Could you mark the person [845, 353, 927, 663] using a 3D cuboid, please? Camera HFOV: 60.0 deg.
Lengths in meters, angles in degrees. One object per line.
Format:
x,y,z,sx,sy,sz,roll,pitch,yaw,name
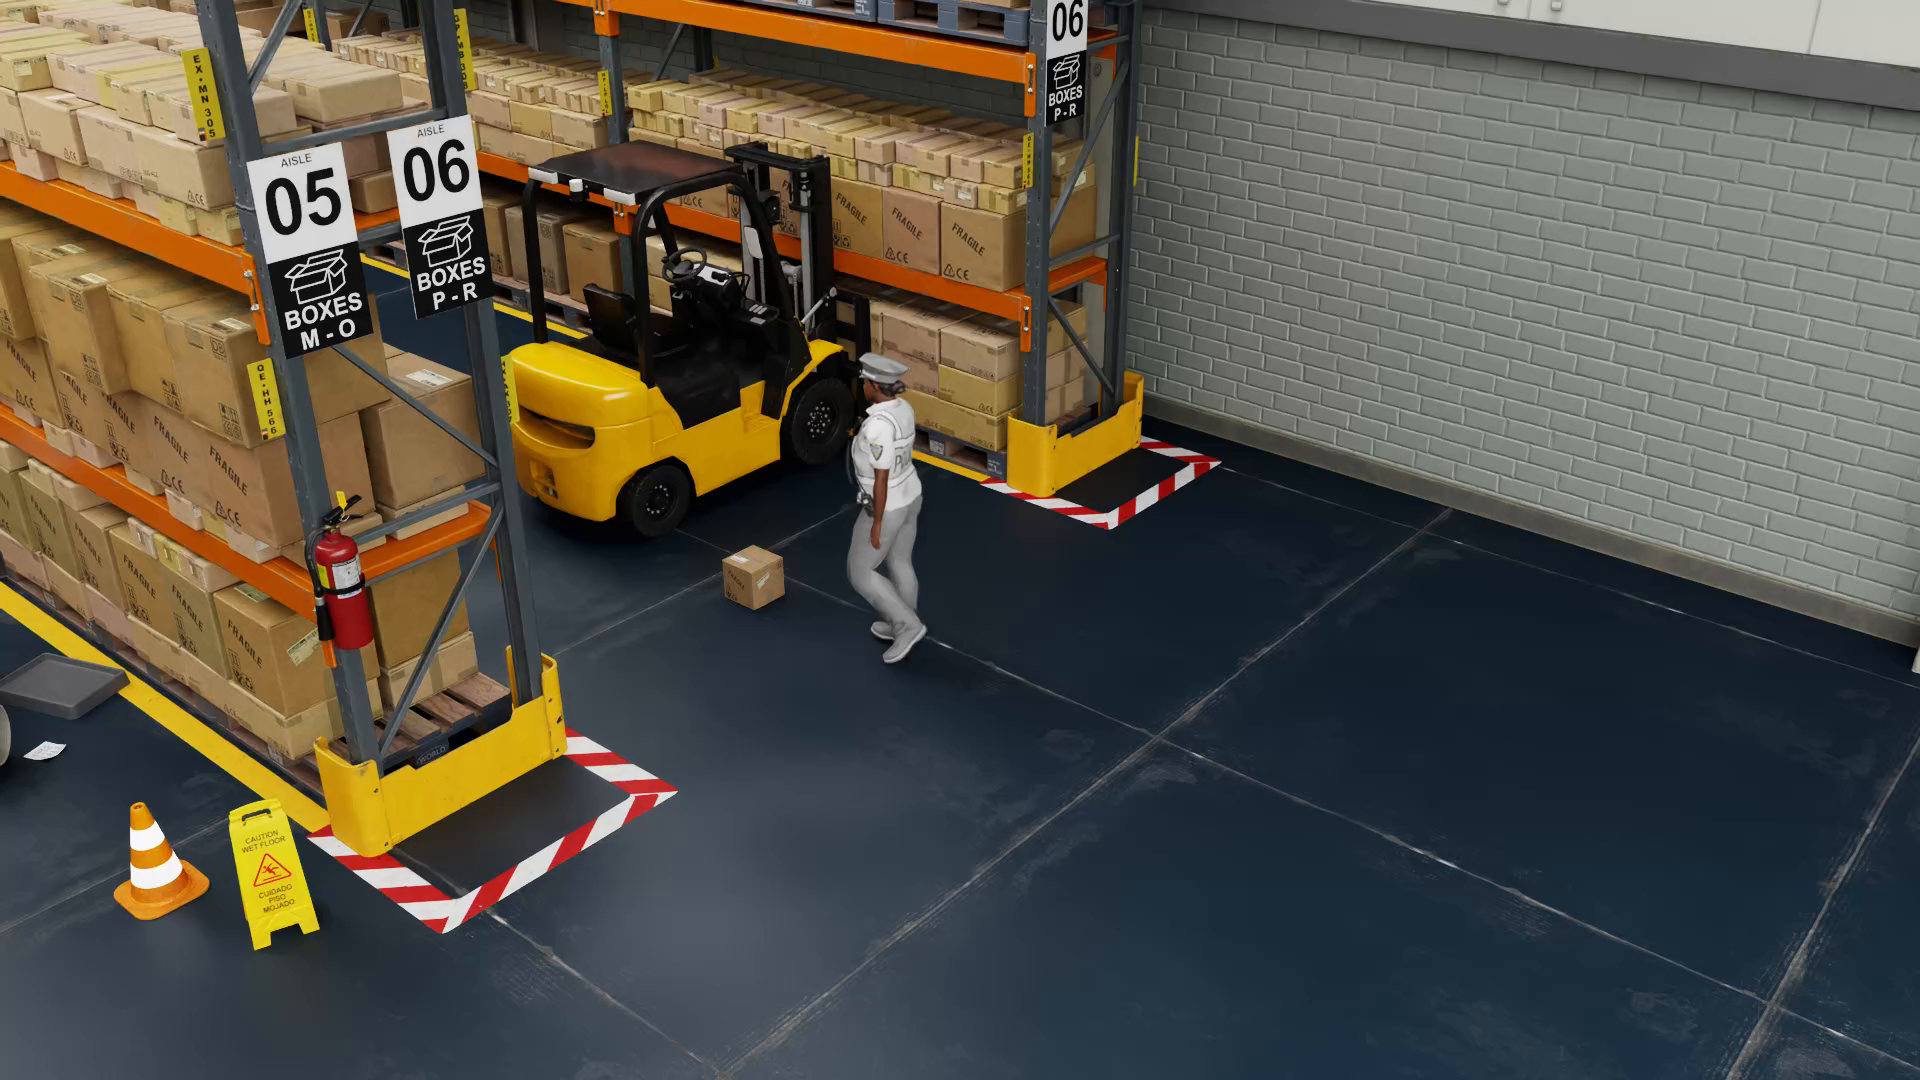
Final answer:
-0.355,-0.165,8.885,0.455,1.658,0.501,11,30,21,person
